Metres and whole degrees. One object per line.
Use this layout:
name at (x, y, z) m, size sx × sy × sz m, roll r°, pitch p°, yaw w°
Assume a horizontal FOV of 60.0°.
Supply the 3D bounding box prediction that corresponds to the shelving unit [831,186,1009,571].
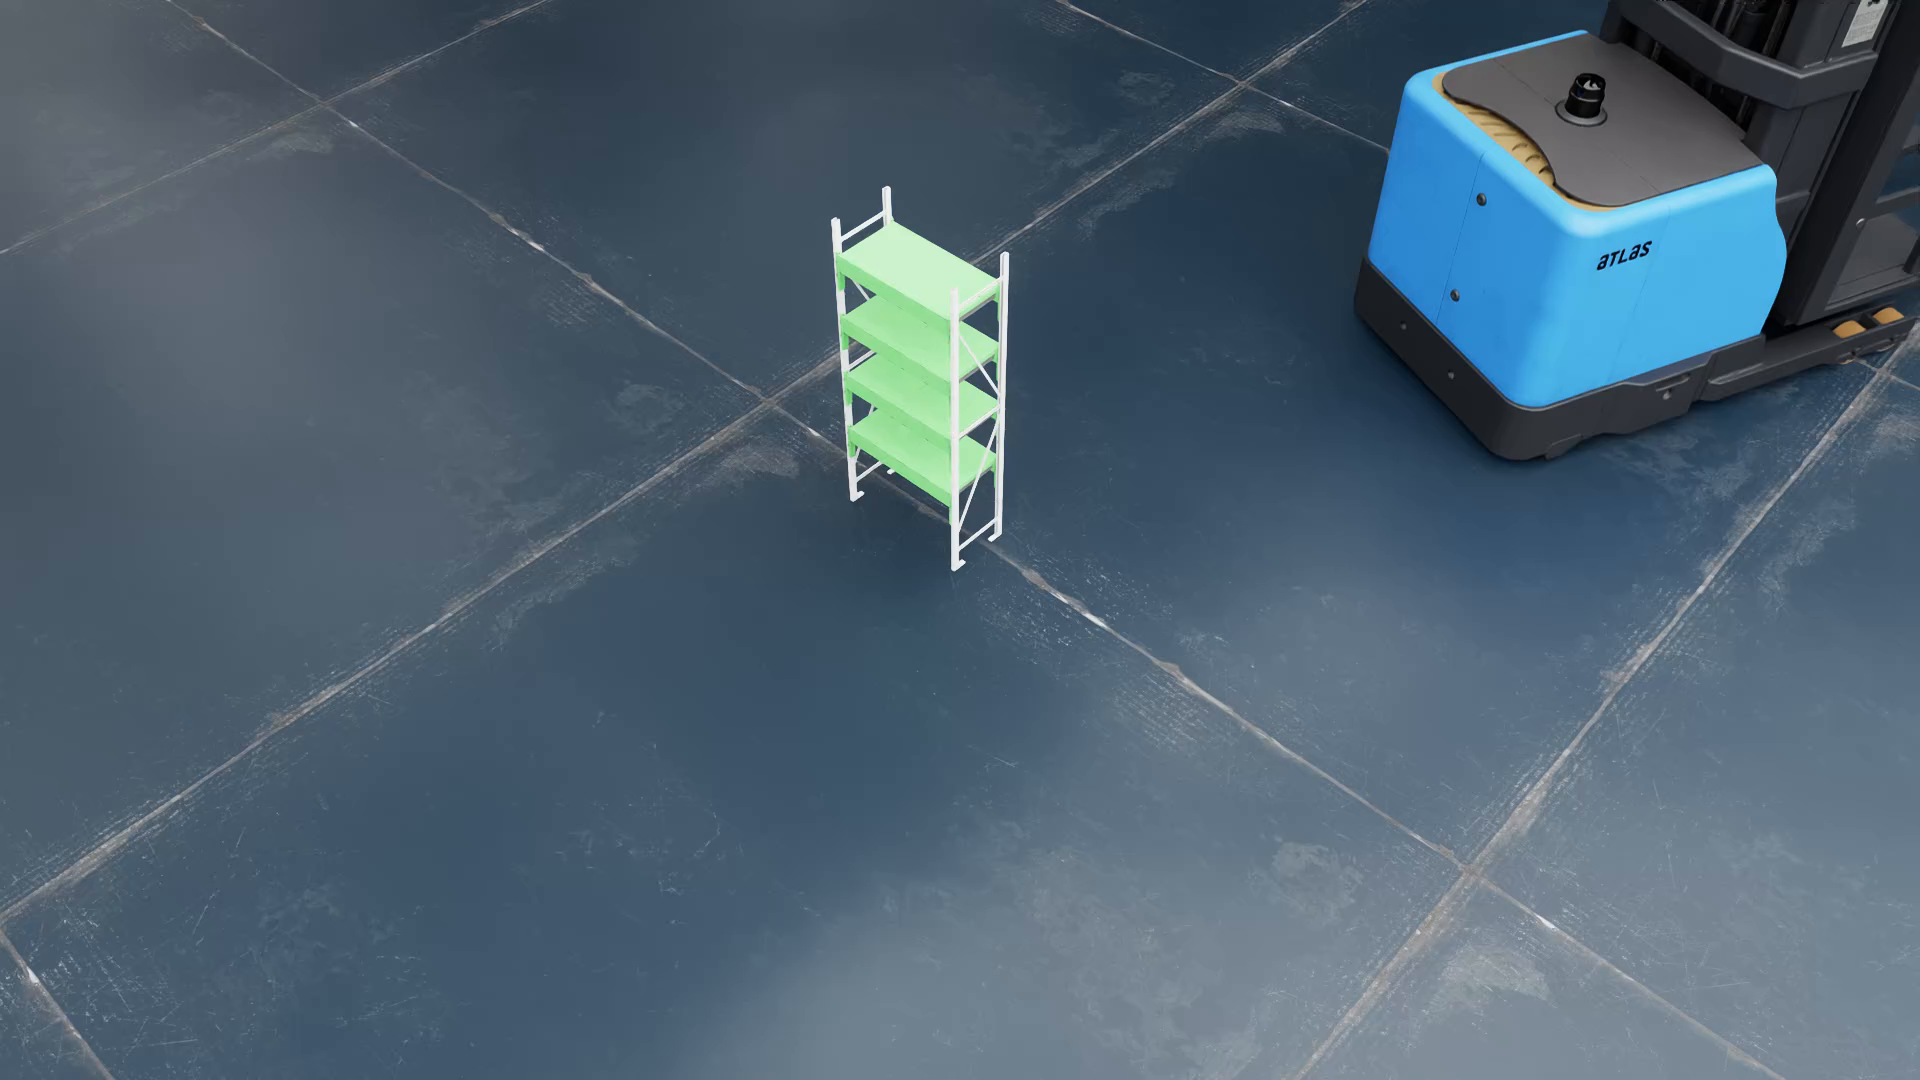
shelving unit at (-0.122, -0.493, 5.389) m, size 0.503 × 1.200 × 0.258 m, roll 34°, pitch 55°, yaw 28°

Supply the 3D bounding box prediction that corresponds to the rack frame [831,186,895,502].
rack frame at (-0.301, -0.613, 5.503) m, size 0.015 × 1.200 × 0.240 m, roll 34°, pitch 55°, yaw 28°

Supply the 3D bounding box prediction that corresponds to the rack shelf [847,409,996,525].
rack shelf at (-0.122, -0.285, 5.611) m, size 0.480 × 0.148 × 0.258 m, roll 34°, pitch 55°, yaw 28°

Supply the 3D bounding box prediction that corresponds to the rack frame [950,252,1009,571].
rack frame at (0.058, -0.372, 5.276) m, size 0.015 × 1.200 × 0.240 m, roll 34°, pitch 55°, yaw 28°

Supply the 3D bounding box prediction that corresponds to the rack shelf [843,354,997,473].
rack shelf at (-0.122, -0.449, 5.436) m, size 0.480 × 0.148 × 0.258 m, roll 34°, pitch 55°, yaw 28°

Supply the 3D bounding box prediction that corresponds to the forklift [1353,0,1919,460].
forklift at (3.103, -2.011, 5.628) m, size 3.031 × 2.935 × 1.130 m, roll -18°, pitch 49°, yaw -16°

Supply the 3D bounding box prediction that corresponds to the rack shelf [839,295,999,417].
rack shelf at (-0.122, -0.613, 5.261) m, size 0.480 × 0.148 × 0.258 m, roll 34°, pitch 55°, yaw 28°

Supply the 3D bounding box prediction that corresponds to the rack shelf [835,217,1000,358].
rack shelf at (-0.122, -0.777, 5.086) m, size 0.480 × 0.148 × 0.258 m, roll 34°, pitch 55°, yaw 28°
